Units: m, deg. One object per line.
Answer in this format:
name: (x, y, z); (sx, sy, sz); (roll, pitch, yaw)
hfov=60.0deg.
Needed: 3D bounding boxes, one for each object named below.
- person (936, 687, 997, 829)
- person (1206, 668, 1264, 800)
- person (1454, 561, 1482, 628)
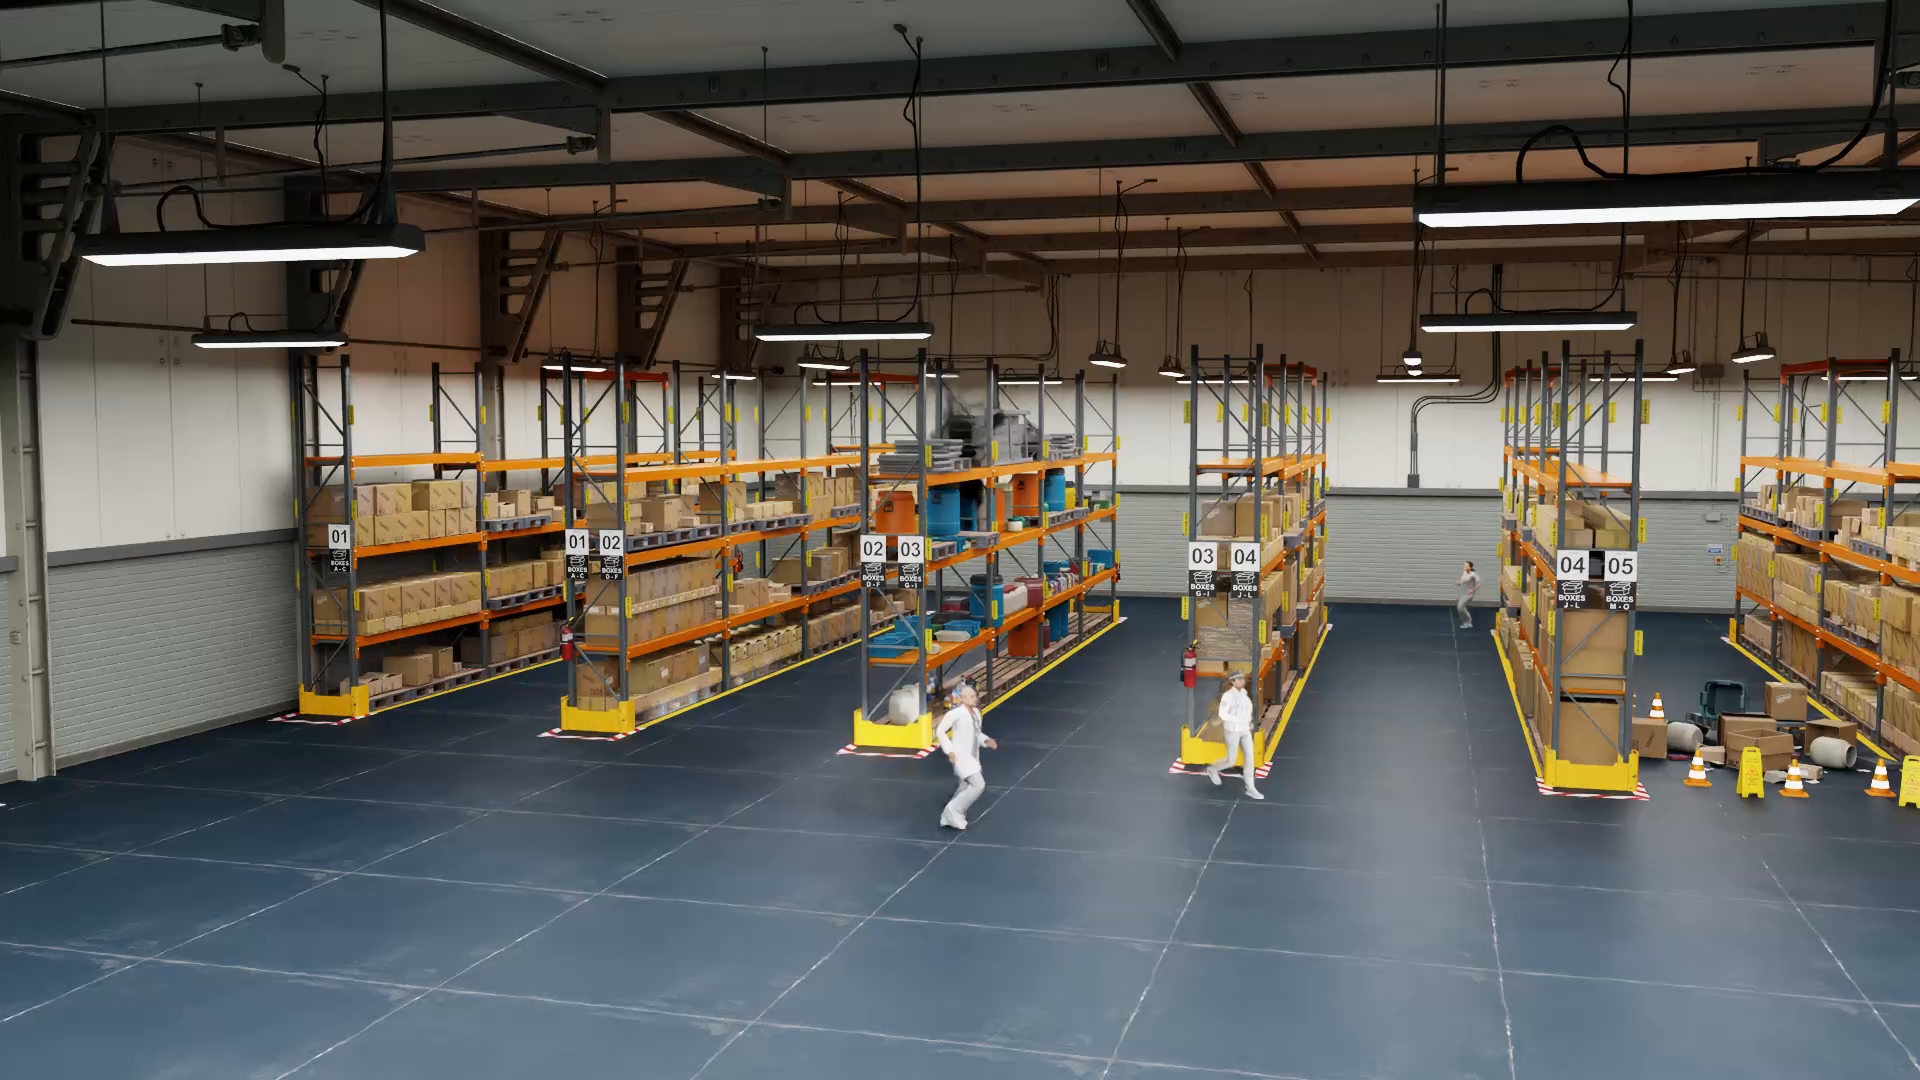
person: (0.085, 2.628, 20.015); (0.760, 1.723, 0.627); (3, 5, 31)
person: (3.633, 2.514, 21.839); (0.631, 1.687, 0.894); (-3, 5, -38)
person: (11.852, 1.284, 38.900); (0.592, 1.600, 0.594); (-1, 4, -13)
